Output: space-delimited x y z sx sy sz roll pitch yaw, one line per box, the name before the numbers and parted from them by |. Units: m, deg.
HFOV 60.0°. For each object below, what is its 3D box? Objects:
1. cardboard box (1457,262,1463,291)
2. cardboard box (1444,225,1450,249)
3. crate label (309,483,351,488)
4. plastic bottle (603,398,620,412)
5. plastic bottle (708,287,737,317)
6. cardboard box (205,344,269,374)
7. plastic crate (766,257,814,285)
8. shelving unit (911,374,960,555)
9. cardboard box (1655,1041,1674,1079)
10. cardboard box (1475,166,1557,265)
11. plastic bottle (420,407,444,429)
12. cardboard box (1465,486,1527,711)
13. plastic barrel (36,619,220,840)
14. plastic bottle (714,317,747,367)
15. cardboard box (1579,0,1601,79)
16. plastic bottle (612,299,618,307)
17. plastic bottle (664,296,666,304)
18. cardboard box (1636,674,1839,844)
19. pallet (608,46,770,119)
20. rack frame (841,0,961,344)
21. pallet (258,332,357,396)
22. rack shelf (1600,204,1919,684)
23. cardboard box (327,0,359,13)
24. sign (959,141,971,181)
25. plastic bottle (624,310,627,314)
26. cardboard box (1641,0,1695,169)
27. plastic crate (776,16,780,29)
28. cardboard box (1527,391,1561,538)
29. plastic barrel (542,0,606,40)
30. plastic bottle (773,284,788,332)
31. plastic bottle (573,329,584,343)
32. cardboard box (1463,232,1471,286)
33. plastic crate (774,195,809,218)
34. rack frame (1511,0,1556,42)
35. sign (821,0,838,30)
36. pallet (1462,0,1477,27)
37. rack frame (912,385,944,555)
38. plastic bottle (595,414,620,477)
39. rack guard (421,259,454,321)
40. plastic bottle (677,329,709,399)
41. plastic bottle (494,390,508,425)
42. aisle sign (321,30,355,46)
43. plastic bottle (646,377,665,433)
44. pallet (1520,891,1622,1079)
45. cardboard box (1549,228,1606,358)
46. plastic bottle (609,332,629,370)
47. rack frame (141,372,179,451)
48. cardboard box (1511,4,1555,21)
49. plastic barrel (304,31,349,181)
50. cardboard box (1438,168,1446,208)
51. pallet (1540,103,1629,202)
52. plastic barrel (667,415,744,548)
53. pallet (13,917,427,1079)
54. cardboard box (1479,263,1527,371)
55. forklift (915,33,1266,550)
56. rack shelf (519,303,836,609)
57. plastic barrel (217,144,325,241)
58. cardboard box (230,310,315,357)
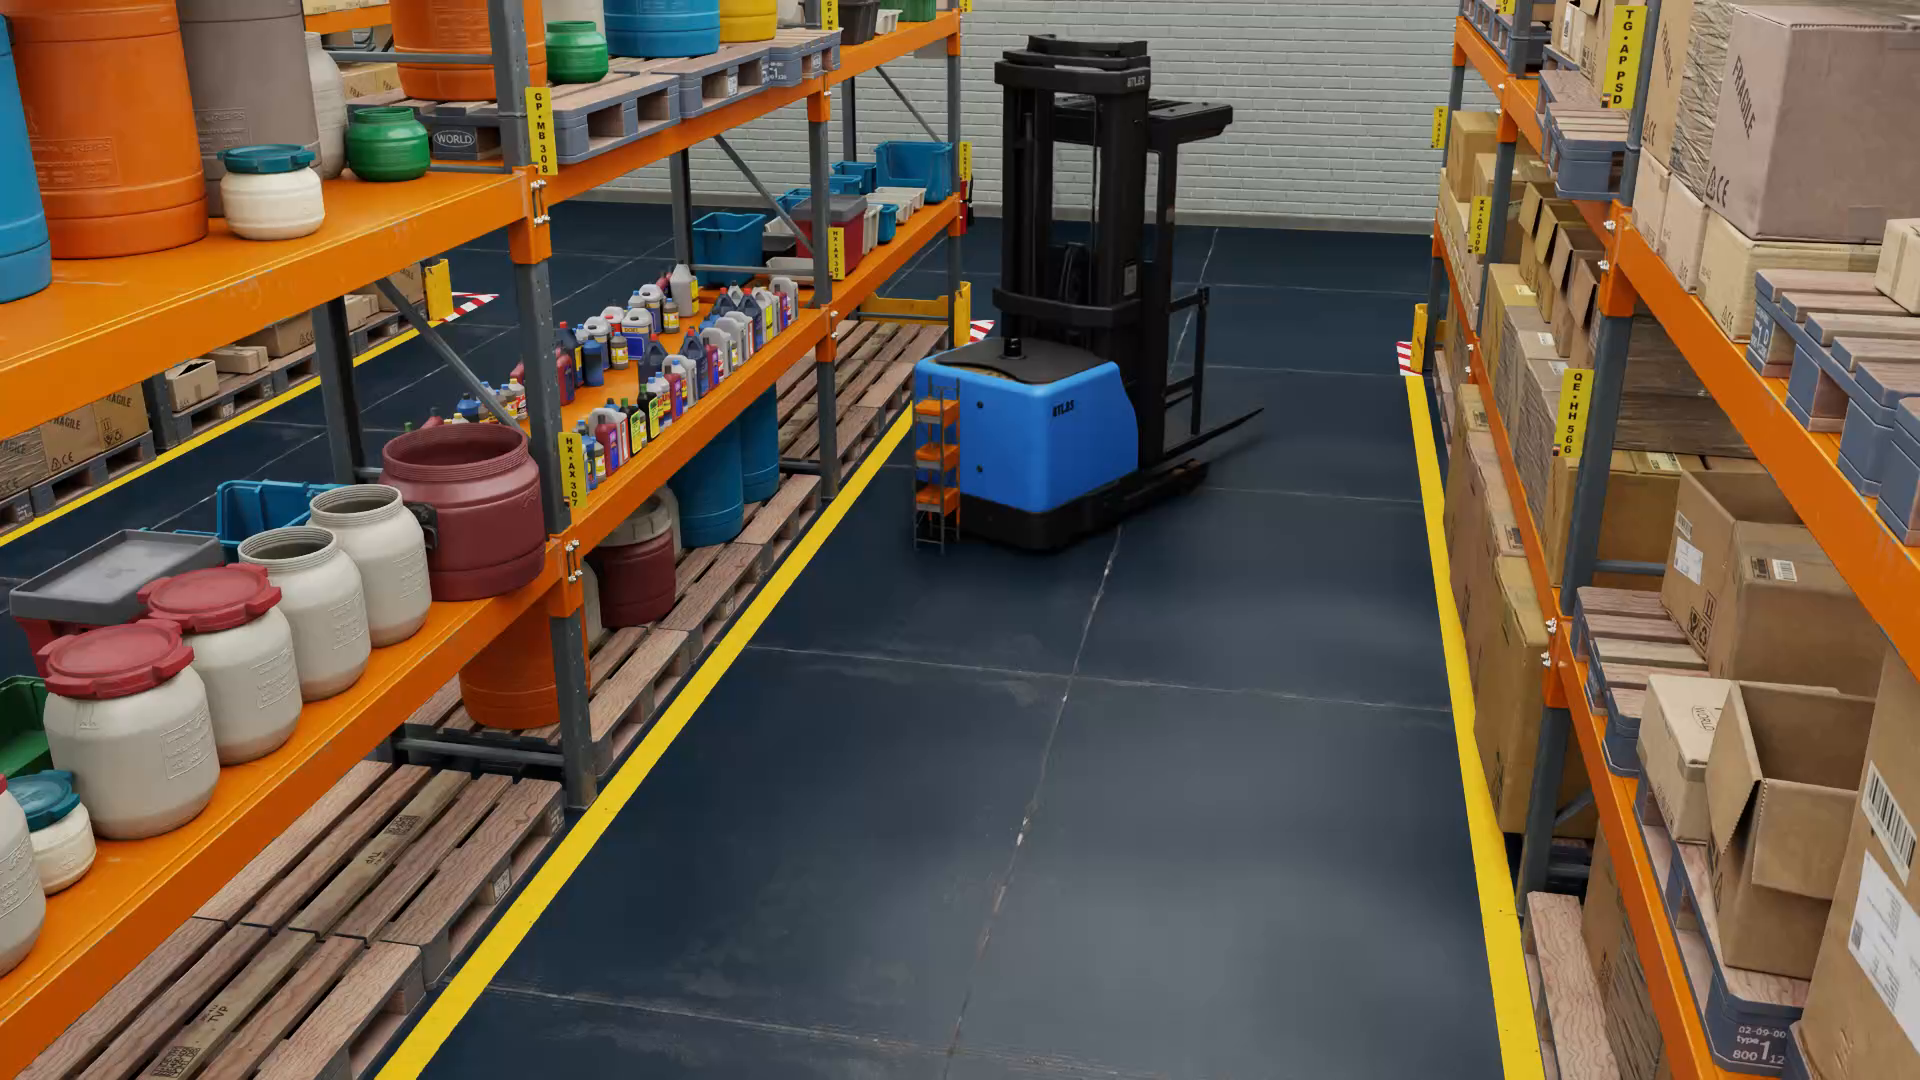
cardboard box | 3.487 -1.729 10.969 0.380 0.149 0.250 5 22 12
cardboard box | 3.749 -2.199 12.134 0.380 0.149 0.250 4 22 10
crate label | -2.582 -0.044 6.673 0.303 0.233 0.416 4 22 11
plastic bottle | -1.639 -0.536 7.841 0.097 0.271 0.097 0 22 0
plastic bottle | -1.359 -1.270 9.558 0.144 0.351 0.185 4 22 11
cardboard box | -5.697 -1.433 13.101 0.380 0.166 0.250 4 22 11
plastic crate | -1.078 -1.775 11.019 0.396 0.136 0.243 4 22 11
shelving unit | -0.144 -0.455 10.077 0.215 1.050 0.252 9 24 21
cardboard box | 2.393 1.744 4.766 0.700 0.500 0.500 6 23 15
cardboard box | 3.368 -1.938 9.948 0.500 0.500 0.500 5 22 12
plastic bottle | -2.417 -0.458 7.633 0.061 0.283 0.133 4 22 11
cardboard box | 3.070 0.344 7.765 1.225 0.875 0.875 5 22 11
plastic barrel | -2.386 0.551 4.789 0.433 0.535 0.433 0 22 0
plastic bottle | -1.282 -1.117 9.278 0.152 0.276 0.135 4 22 11
cardboard box | 3.115 -2.253 7.217 0.797 0.503 0.637 4 22 10
plastic bottle | -1.987 -1.230 9.549 0.061 0.283 0.133 4 22 11
plastic bottle | -1.838 -1.424 10.141 0.097 0.201 0.097 0 22 0
cardboard box | 2.152 0.600 4.487 0.500 0.250 0.500 4 22 9
pallet | -1.606 -2.305 8.300 1.003 0.211 1.213 4 22 11
rack frame | -0.497 -3.173 14.218 1.000 3.000 0.127 4 22 11
pallet | -5.774 -1.494 13.782 1.003 0.211 1.213 4 22 11
rack shelf | 2.311 -0.196 3.774 1.077 0.370 4.000 4 22 11
cardboard box | -5.305 -4.484 13.658 0.500 0.250 0.500 4 22 11
sign | 0.045 -3.213 14.098 0.100 0.325 0.005 4 22 11
plastic bottle | -1.945 -1.233 9.665 0.097 0.201 0.097 0 22 0
cardboard box | 2.372 -1.387 4.965 0.500 0.500 0.500 5 22 11
plastic crate | -1.426 -3.474 11.301 0.293 0.136 0.466 4 22 11
cardboard box | 2.685 -0.298 6.944 0.500 0.500 0.500 4 22 10
plastic barrel | -1.915 -2.557 7.927 0.433 0.535 0.433 0 22 0
plastic bottle | -1.080 -1.400 9.970 0.061 0.283 0.133 4 22 11
plastic bottle | -2.087 -1.011 9.021 0.097 0.271 0.097 0 22 0
cardboard box | 3.472 -1.772 10.542 0.500 0.250 0.500 5 23 13
plastic crate | -1.199 -2.467 12.608 0.416 0.233 0.300 4 22 11
rack frame | 3.536 -4.116 8.527 1.000 3.000 0.127 4 22 11
sign | -0.775 -3.063 9.918 0.100 0.325 0.005 4 22 11
pallet | 4.211 -3.874 12.061 1.003 0.211 1.213 4 22 11
rack frame | -0.191 -0.413 9.973 0.200 1.050 0.008 9 24 21
plastic bottle | -1.613 -0.444 7.597 0.061 0.283 0.133 4 22 11
rack guard | -5.361 -2.365 15.557 1.175 0.500 0.348 4 22 11
plastic bottle | -1.405 -0.924 8.698 0.144 0.351 0.185 4 22 11
plastic bottle | -2.277 -0.639 8.191 0.097 0.201 0.097 0 22 0
aisle sign | -5.619 -4.806 14.791 0.394 0.787 0.004 4 22 11
plastic bottle | -1.505 -0.664 8.160 0.097 0.271 0.097 0 22 0
pallet | 2.559 1.709 5.827 1.003 0.211 1.213 4 22 11
cardboard box | 3.151 -1.132 7.672 0.797 0.503 0.637 5 23 13
plastic bottle | -1.891 -1.052 9.216 0.097 0.201 0.097 0 22 0
rack frame | -6.161 -2.089 11.527 1.000 3.000 0.127 4 22 11
cardboard box | 3.637 -3.303 9.694 0.700 0.500 0.500 3 22 8
plastic barrel | -2.493 -1.601 6.148 0.421 0.512 0.421 0 22 0
cardboard box | 3.990 -2.709 12.868 0.500 0.250 0.500 4 22 9
pallet | 2.799 -1.413 6.085 1.213 0.211 1.003 6 23 13
plastic barrel | -1.585 -0.475 9.765 0.600 0.901 0.708 4 22 11
pallet | -2.576 1.771 5.674 1.003 0.211 1.213 4 22 11
cardboard box | 3.197 -1.230 9.259 0.500 0.500 0.500 5 22 11
forklift | 1.028 -1.777 10.844 1.130 2.935 3.031 17 27 36
rack shelf | -1.721 -0.645 8.904 1.077 0.370 4.000 4 22 11
plastic barrel | -2.160 -1.092 5.220 0.301 0.262 0.301 0 22 0
cardboard box | -5.783 -1.823 13.618 0.797 0.503 0.637 4 22 11
